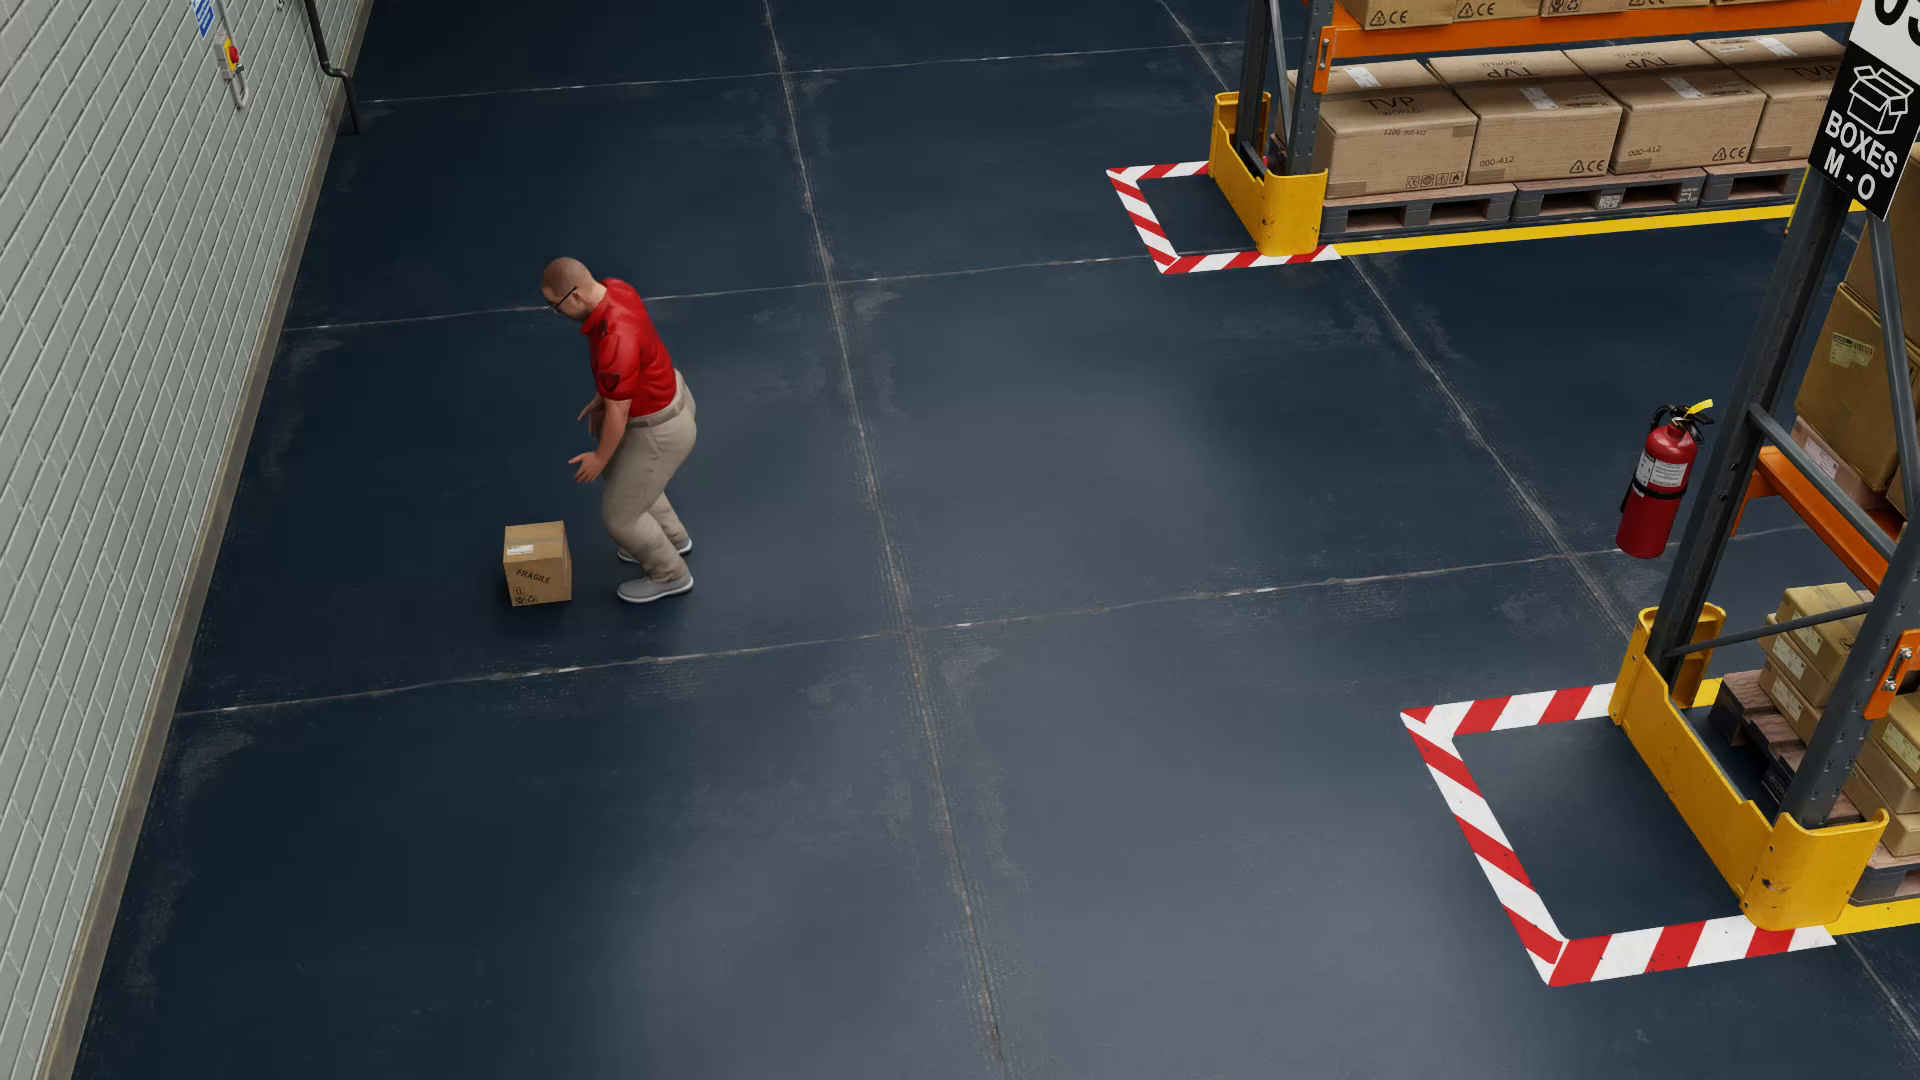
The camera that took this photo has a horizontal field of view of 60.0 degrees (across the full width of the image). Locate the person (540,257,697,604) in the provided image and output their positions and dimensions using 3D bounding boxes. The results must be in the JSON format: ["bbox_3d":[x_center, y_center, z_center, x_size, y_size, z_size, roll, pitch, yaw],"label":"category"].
[{"bbox_3d":[-1.350,-0.451,6.859,0.527,1.589,0.575,-6,39,-7],"label":"person"}]
